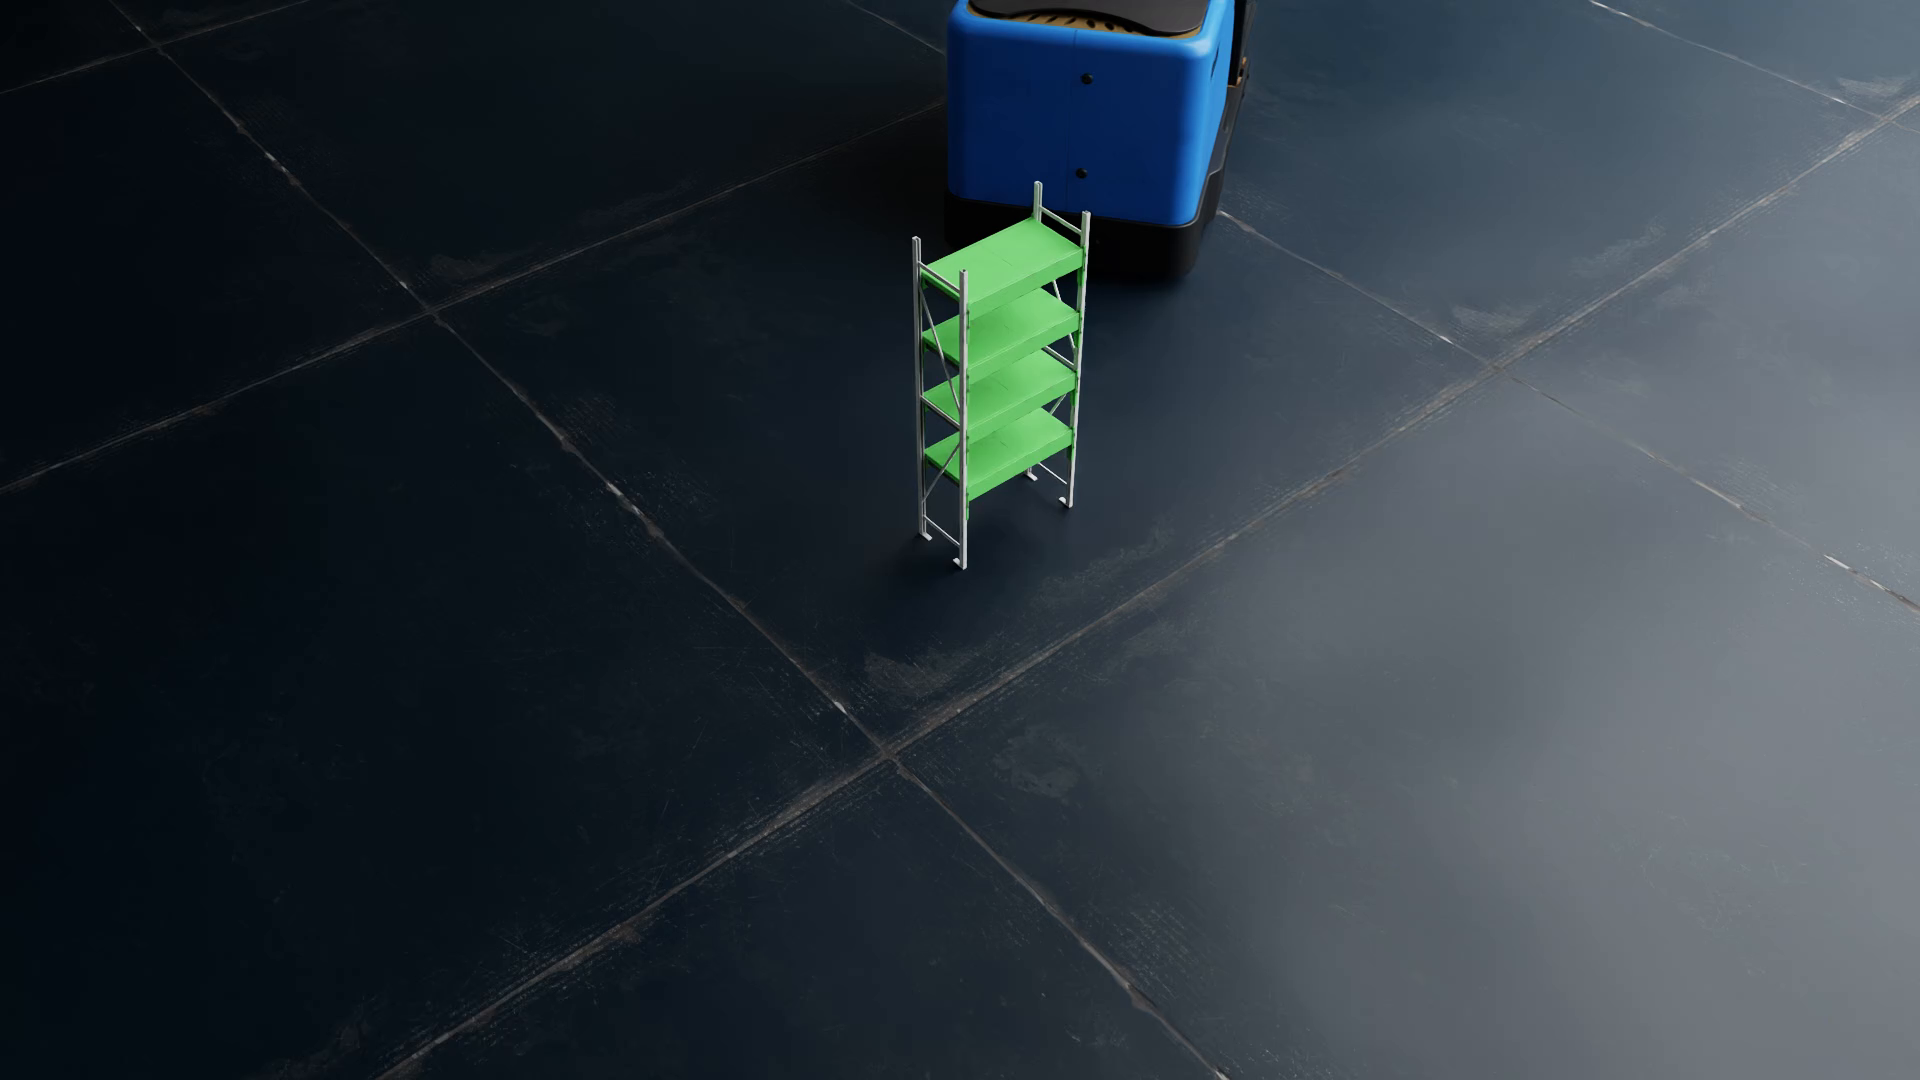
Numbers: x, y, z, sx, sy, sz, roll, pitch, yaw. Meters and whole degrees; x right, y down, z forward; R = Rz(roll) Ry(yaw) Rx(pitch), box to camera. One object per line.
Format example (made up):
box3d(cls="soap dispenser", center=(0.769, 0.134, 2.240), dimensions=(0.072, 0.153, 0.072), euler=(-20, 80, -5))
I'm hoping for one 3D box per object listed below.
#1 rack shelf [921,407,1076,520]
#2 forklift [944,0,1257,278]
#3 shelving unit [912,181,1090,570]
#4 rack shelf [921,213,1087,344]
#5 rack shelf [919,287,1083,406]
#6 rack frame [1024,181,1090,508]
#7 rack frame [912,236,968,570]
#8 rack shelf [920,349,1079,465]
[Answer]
box3d(cls="rack shelf", center=(0.127, -0.289, 5.625), dimensions=(0.480, 0.148, 0.258), euler=(-30, 51, -28))
box3d(cls="forklift", center=(0.785, -3.161, 6.974), dimensions=(1.130, 2.935, 3.031), euler=(10, 44, 10))
box3d(cls="shelving unit", center=(0.127, -0.510, 5.417), dimensions=(0.503, 1.200, 0.258), euler=(-30, 51, -28))
box3d(cls="rack shelf", center=(0.127, -0.813, 5.132), dimensions=(0.480, 0.148, 0.258), euler=(-30, 51, -28))
box3d(cls="rack shelf", center=(0.127, -0.638, 5.296), dimensions=(0.480, 0.148, 0.258), euler=(-30, 51, -28))
box3d(cls="rack frame", center=(0.314, -0.617, 5.531), dimensions=(0.015, 1.200, 0.240), euler=(-30, 51, -28))
box3d(cls="rack frame", center=(-0.060, -0.403, 5.303), dimensions=(0.015, 1.200, 0.240), euler=(-30, 51, -28))
box3d(cls="rack shelf", center=(0.127, -0.463, 5.460), dimensions=(0.480, 0.148, 0.258), euler=(-30, 51, -28))
